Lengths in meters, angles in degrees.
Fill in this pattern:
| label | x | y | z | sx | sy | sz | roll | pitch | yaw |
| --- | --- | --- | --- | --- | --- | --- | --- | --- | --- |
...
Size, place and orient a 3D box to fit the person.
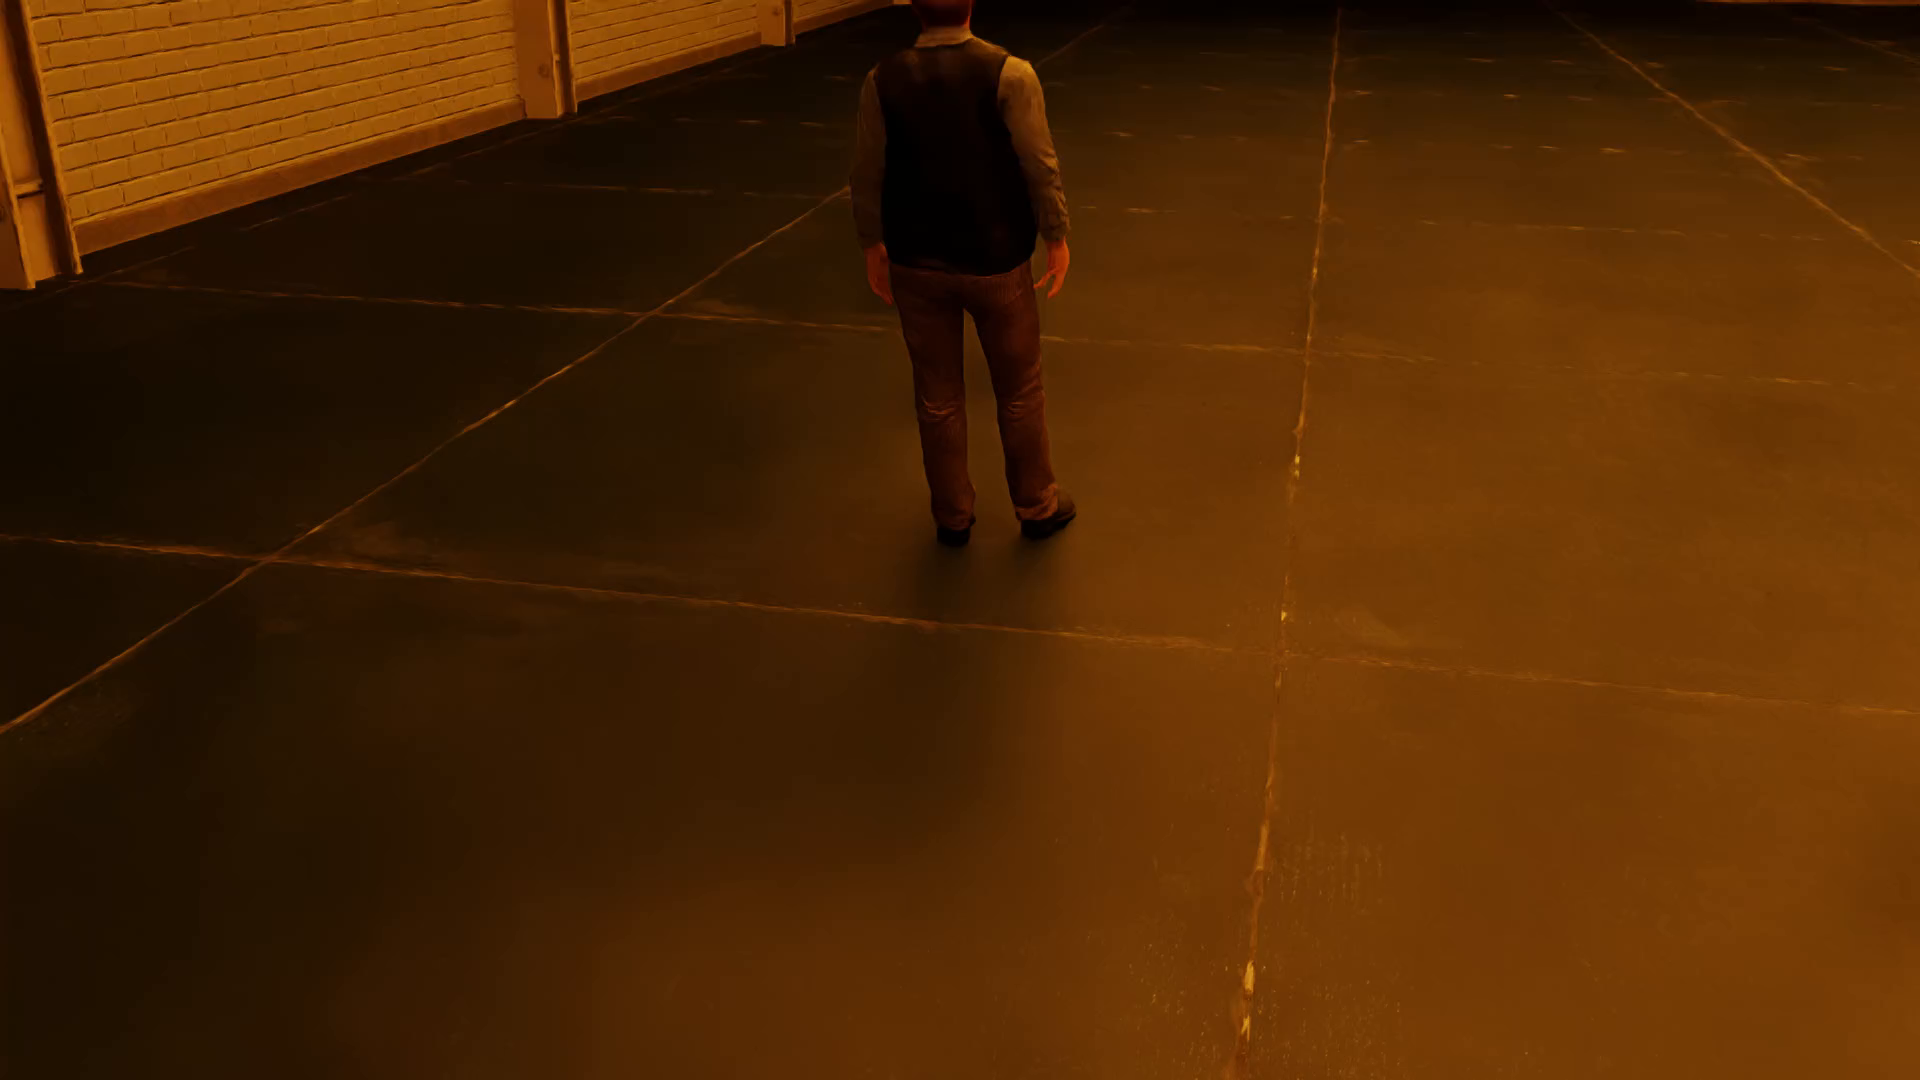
| label | x | y | z | sx | sy | sz | roll | pitch | yaw |
| --- | --- | --- | --- | --- | --- | --- | --- | --- | --- |
| person | 0.021 | -0.826 | 4.876 | 0.632 | 1.720 | 0.567 | 5 | 23 | 11 |
